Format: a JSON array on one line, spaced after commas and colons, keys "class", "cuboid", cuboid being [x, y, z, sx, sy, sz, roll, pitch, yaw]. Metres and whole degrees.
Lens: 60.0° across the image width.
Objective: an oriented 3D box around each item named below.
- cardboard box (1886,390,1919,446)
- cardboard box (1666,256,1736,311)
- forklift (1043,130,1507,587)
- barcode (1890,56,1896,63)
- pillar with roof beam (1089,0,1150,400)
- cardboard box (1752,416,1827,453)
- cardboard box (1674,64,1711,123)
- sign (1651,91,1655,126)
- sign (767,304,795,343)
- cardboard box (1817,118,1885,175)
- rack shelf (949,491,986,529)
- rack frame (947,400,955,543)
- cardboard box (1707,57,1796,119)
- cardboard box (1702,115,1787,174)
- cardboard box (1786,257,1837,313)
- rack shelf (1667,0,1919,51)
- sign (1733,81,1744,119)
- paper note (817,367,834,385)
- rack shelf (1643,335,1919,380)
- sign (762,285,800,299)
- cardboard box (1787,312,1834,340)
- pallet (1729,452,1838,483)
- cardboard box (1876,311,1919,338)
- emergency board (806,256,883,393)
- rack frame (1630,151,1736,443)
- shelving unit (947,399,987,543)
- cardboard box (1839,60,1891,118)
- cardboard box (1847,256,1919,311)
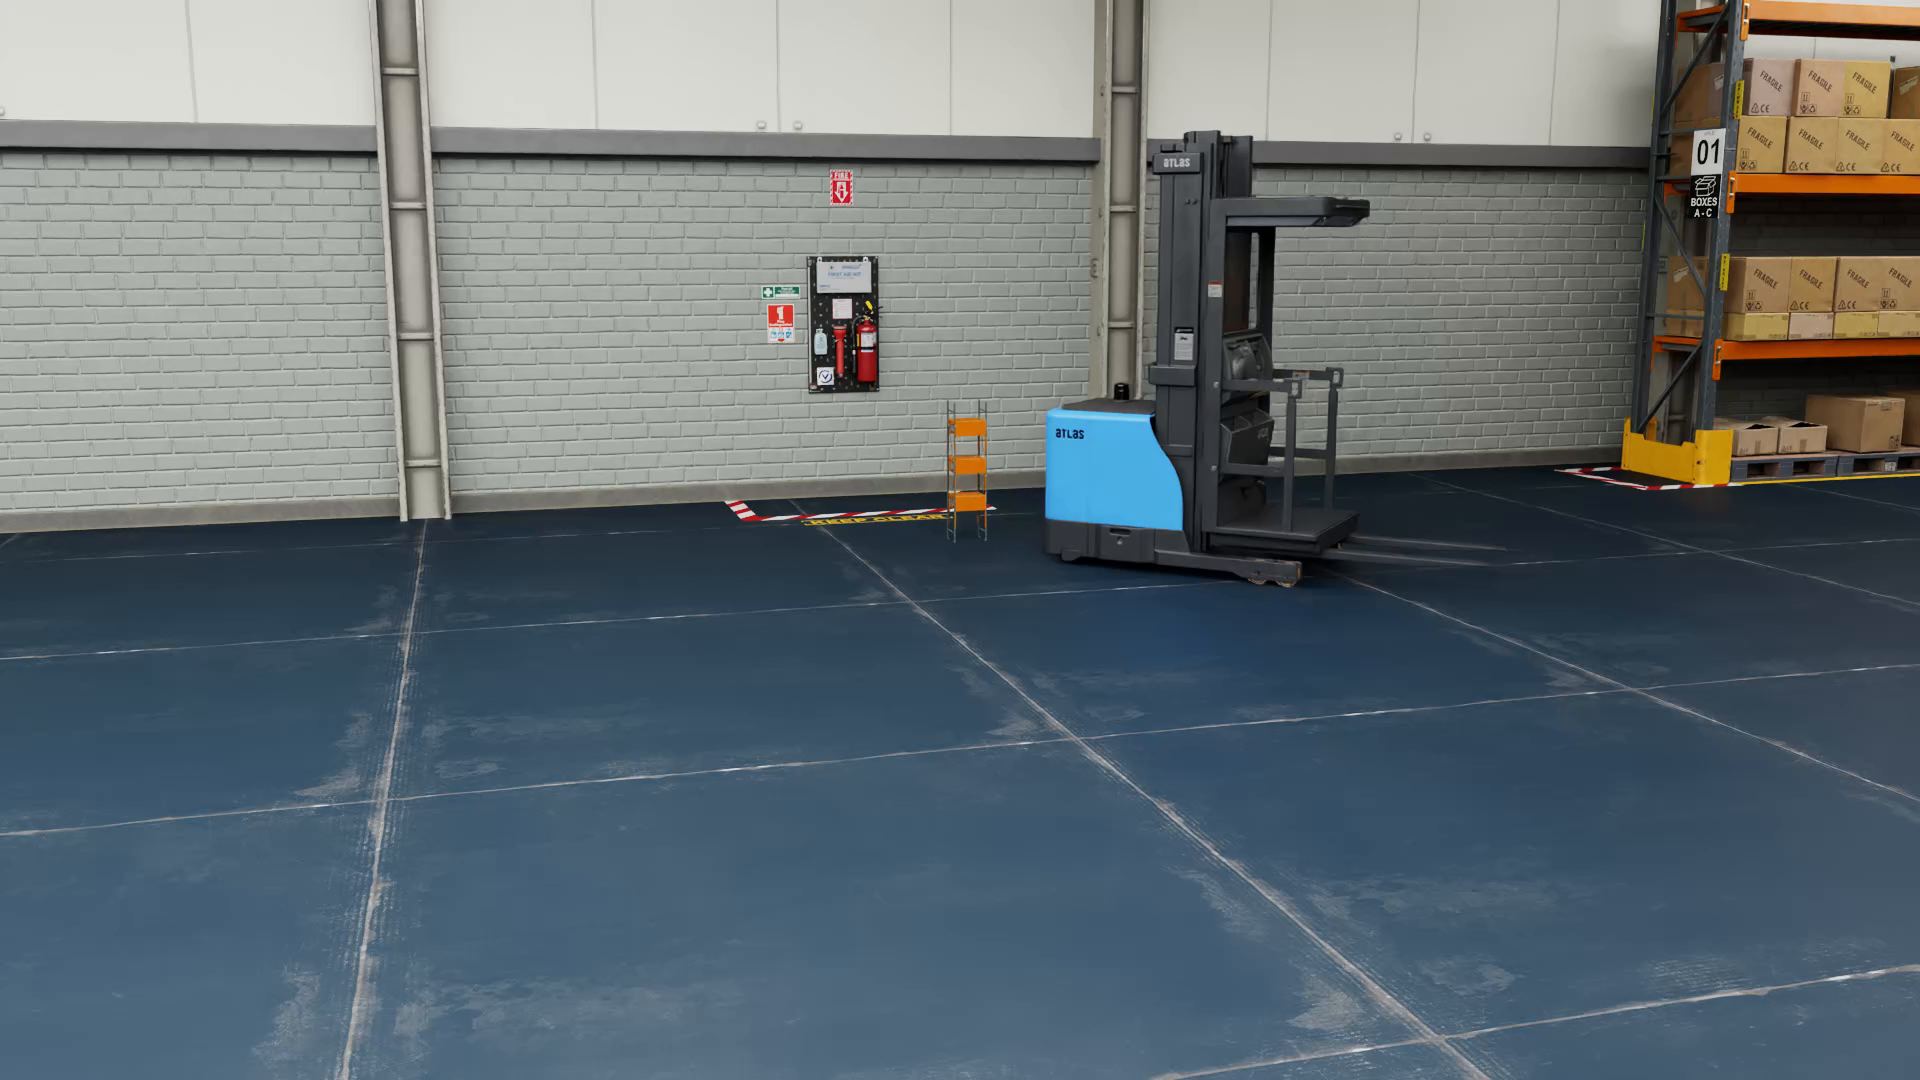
[{"class": "cardboard box", "cuboid": [9.594, -1.215, 16.549, 0.500, 0.500, 0.500, -4, 11, -20]}, {"class": "cardboard box", "cuboid": [7.132, -2.451, 15.860, 0.500, 0.500, 0.500, -3, 11, -17]}, {"class": "forklift", "cuboid": [2.130, -1.242, 11.200, 3.031, 2.935, 1.130, 5, 12, 27]}, {"class": "barcode", "cuboid": [9.125, -4.701, 16.266, 0.075, 0.075, 0.001, -3, 11, -16]}, {"class": "pillar with roof beam", "cuboid": [2.612, -4.169, 10.338, 0.400, 9.000, 9.100, -3, 11, -16]}, {"class": "cardboard box", "cuboid": [7.976, -1.027, 16.052, 0.500, 0.311, 0.500, -2, 11, -11]}, {"class": "cardboard box", "cuboid": [7.080, -4.178, 15.579, 0.500, 0.500, 0.500, -3, 11, -13]}, {"class": "sign", "cuboid": [6.603, -4.093, 15.764, 0.005, 0.325, 0.100, -3, 11, -16]}, {"class": "sign", "cuboid": [-1.535, -1.856, 14.245, 0.234, 0.329, 0.001, -3, 11, -16]}, {"class": "cardboard box", "cuboid": [8.153, -3.640, 15.420, 0.500, 0.500, 0.500, -2, 11, -13]}, {"class": "rack shelf", "cuboid": [0.051, -0.235, 12.518, 0.240, 0.259, 0.215, -3, 11, -16]}, {"class": "rack frame", "cuboid": [-0.066, -0.513, 12.433, 0.008, 1.050, 0.200, -3, 11, -16]}, {"class": "cardboard box", "cuboid": [7.177, -4.088, 15.090, 0.500, 0.500, 0.500, -4, 11, -20]}, {"class": "cardboard box", "cuboid": [7.130, -3.593, 15.160, 0.500, 0.500, 0.500, -3, 11, -14]}, {"class": "cardboard box", "cuboid": [7.759, -2.385, 15.504, 0.500, 0.500, 0.500, -3, 11, -16]}, {"class": "rack shelf", "cuboid": [8.659, -4.781, 15.658, 4.000, 0.370, 1.077, -3, 11, -16]}, {"class": "sign", "cuboid": [6.891, -3.896, 14.723, 0.005, 0.325, 0.100, -3, 11, -16]}, {"class": "paper note", "cuboid": [-1.164, -1.418, 14.399, 0.142, 0.148, 0.016, -3, 11, -16]}, {"class": "rack shelf", "cuboid": [8.659, -1.832, 16.201, 4.000, 0.370, 1.077, -3, 11, -16]}, {"class": "sign", "cuboid": [-1.528, -2.115, 14.190, 0.331, 0.109, 0.001, -3, 11, -16]}, {"class": "cardboard box", "cuboid": [7.791, -2.019, 15.589, 0.500, 0.250, 0.500, -3, 11, -18]}, {"class": "pallet", "cuboid": [7.602, -0.752, 16.050, 1.213, 0.211, 1.003, -3, 11, -16]}, {"class": "cardboard box", "cuboid": [8.767, -2.069, 15.860, 0.500, 0.250, 0.500, -3, 11, -15]}, {"class": "emergency board", "cuboid": [-0.975, -1.849, 14.303, 0.643, 1.169, 0.194, -3, 11, -16]}, {"class": "rack frame", "cuboid": [6.739, -2.085, 15.586, 0.127, 3.000, 1.000, -3, 11, -16]}, {"class": "shelving unit", "cuboid": [0.051, -0.519, 12.466, 0.252, 1.050, 0.215, -3, 11, -16]}, {"class": "cardboard box", "cuboid": [8.161, -4.133, 15.331, 0.500, 0.500, 0.500, -3, 11, -14]}, {"class": "cardboard box", "cuboid": [8.749, -2.438, 15.793, 0.500, 0.500, 0.500, -3, 11, -14]}]
